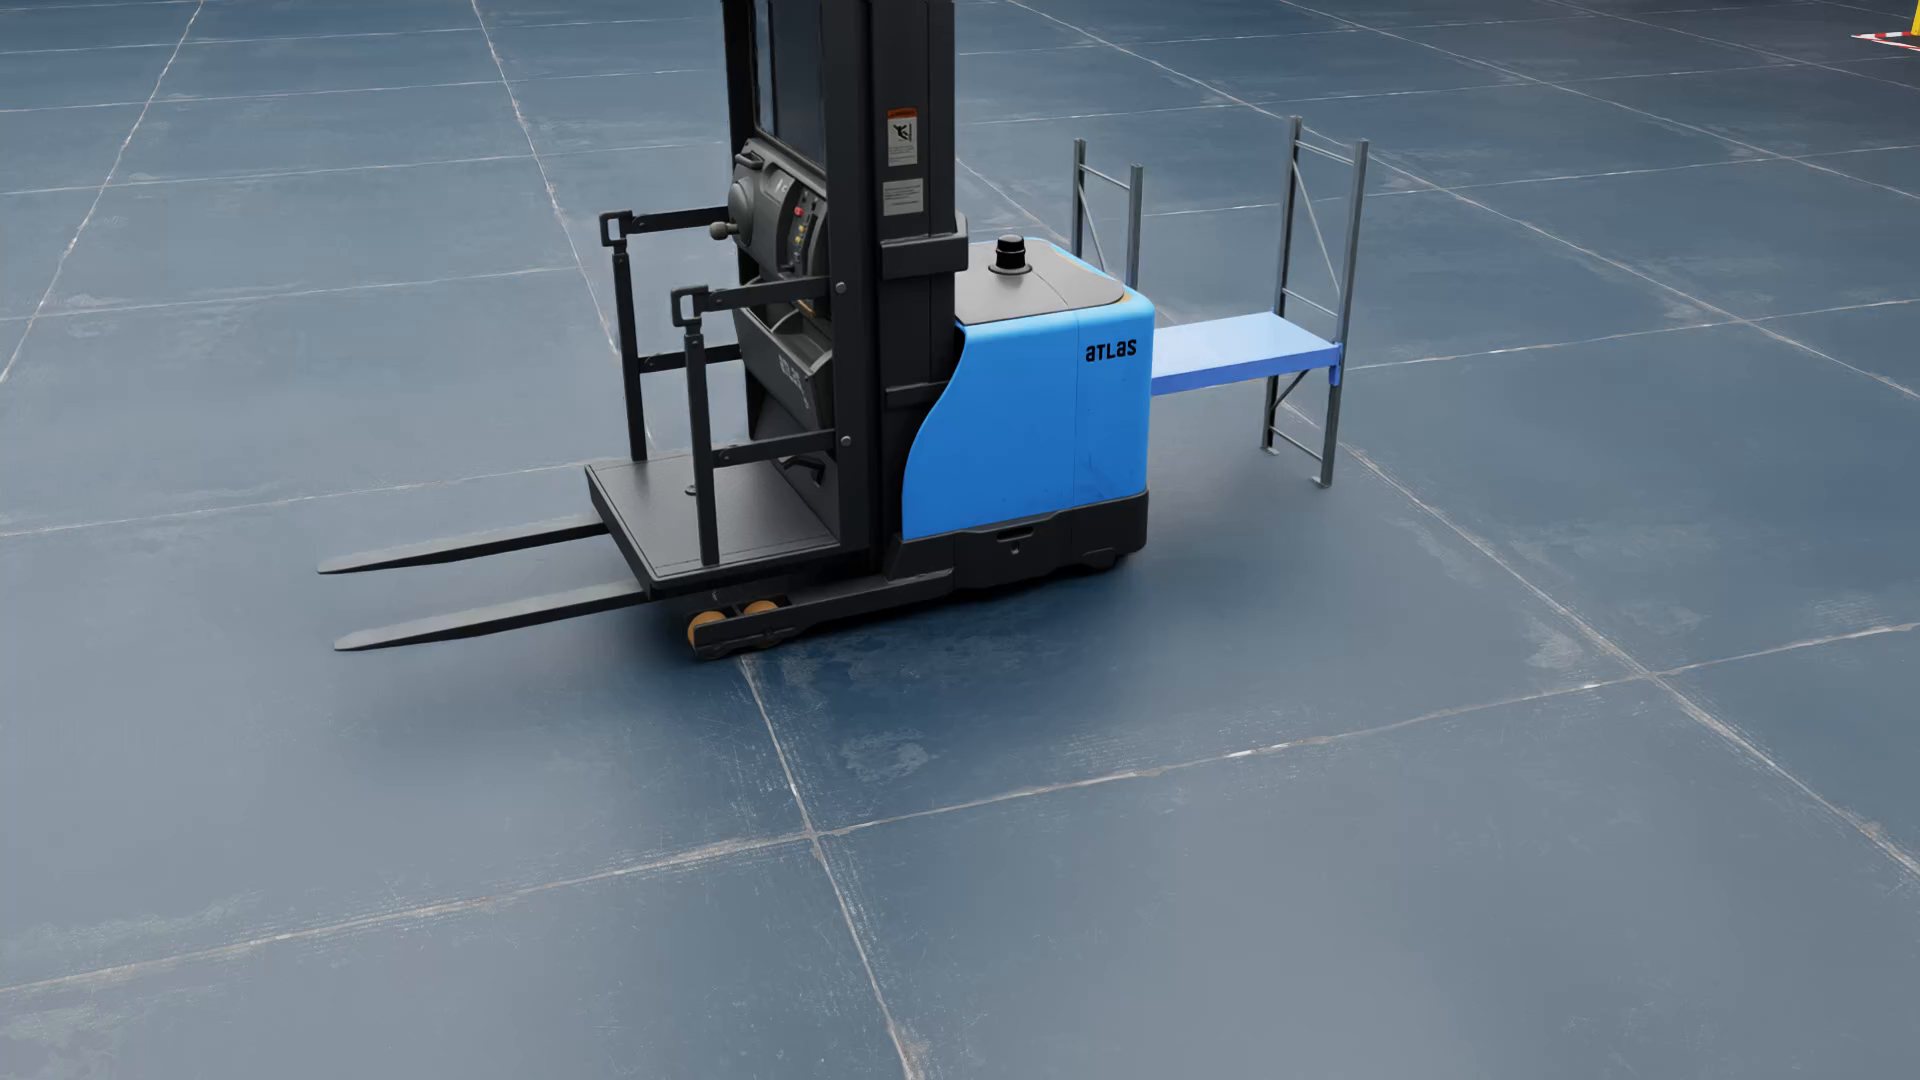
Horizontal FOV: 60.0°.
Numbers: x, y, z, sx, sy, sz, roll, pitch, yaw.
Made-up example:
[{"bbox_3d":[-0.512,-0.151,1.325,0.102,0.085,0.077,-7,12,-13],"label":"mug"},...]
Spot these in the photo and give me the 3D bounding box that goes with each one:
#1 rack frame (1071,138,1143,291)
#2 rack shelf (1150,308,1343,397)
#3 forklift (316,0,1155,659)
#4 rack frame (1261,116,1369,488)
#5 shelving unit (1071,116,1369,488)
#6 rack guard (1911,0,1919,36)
[{"bbox_3d":[0.566,-0.815,6.705,0.032,1.500,0.500,-11,29,-21],"label":"rack frame"},{"bbox_3d":[1.030,-0.746,6.971,1.000,0.185,0.538,-11,29,-21],"label":"rack shelf"},{"bbox_3d":[-0.827,-1.158,5.786,3.031,2.935,1.130,-11,29,-21],"label":"forklift"},{"bbox_3d":[1.494,-0.999,7.076,0.032,1.500,0.500,-11,29,-21],"label":"rack frame"},{"bbox_3d":[1.030,-0.907,6.891,1.048,1.500,0.538,-11,29,-21],"label":"shelving unit"},{"bbox_3d":[10.301,-5.321,16.905,0.348,0.500,1.175,-8,28,-16],"label":"rack guard"}]
